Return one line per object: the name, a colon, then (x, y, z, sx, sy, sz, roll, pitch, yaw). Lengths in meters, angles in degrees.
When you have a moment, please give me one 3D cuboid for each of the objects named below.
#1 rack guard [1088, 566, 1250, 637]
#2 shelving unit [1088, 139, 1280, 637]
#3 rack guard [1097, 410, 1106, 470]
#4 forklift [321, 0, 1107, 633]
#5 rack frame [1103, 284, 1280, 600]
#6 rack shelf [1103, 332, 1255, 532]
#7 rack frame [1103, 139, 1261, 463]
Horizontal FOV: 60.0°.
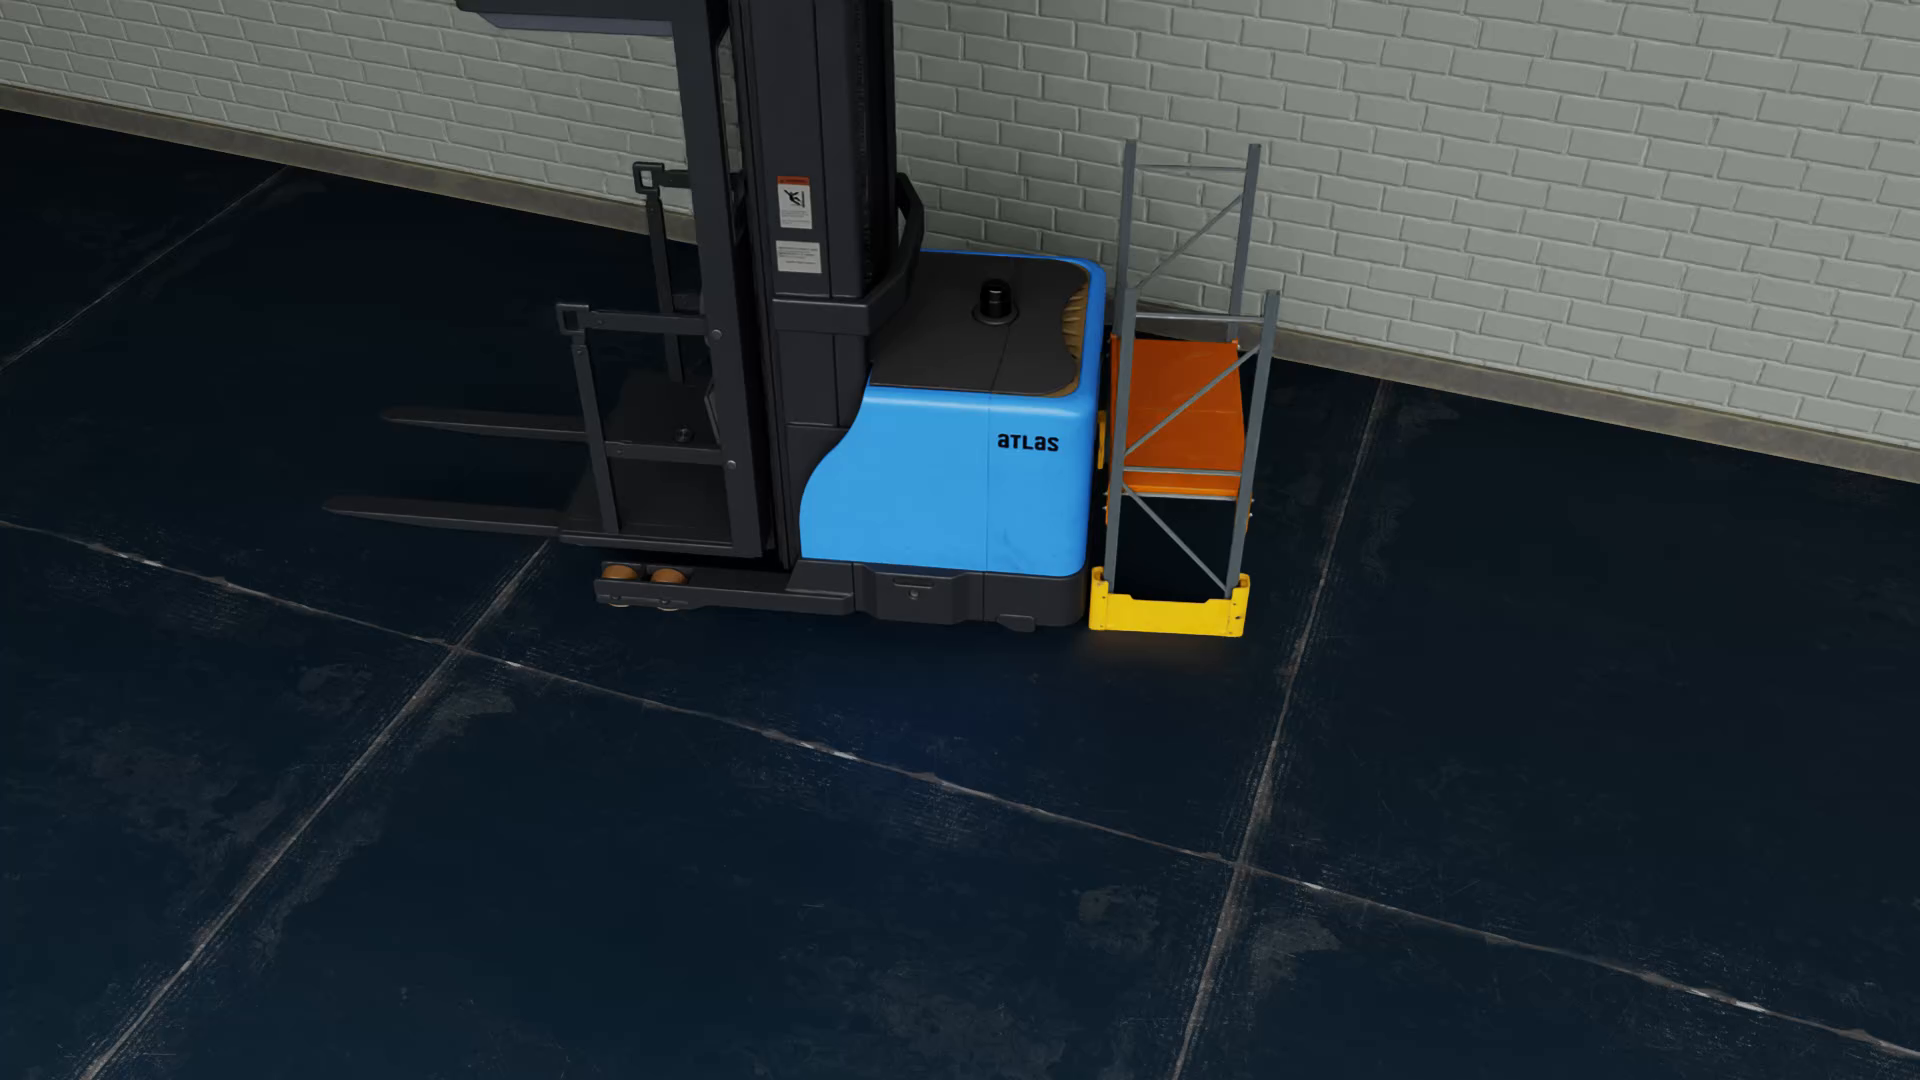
rack guard: (0.786, 0.234, 6.284, 0.587, 0.250, 0.087, 3, 41, 3)
shelving unit: (0.824, -0.564, 6.256, 0.587, 1.500, 1.083, 3, 41, 3)
rack guard: (0.862, -0.411, 7.039, 0.587, 0.250, 0.087, 3, 41, 3)
forklift: (-0.980, -1.176, 5.871, 3.031, 2.935, 1.130, 4, 41, 5)
rack frame: (0.786, -0.241, 5.877, 0.500, 1.500, 0.032, 3, 41, 3)
rack shelf: (0.825, -0.433, 6.379, 0.538, 0.185, 1.000, 3, 41, 3)
rack frame: (0.864, -0.899, 6.648, 0.500, 1.500, 0.032, 3, 41, 3)
